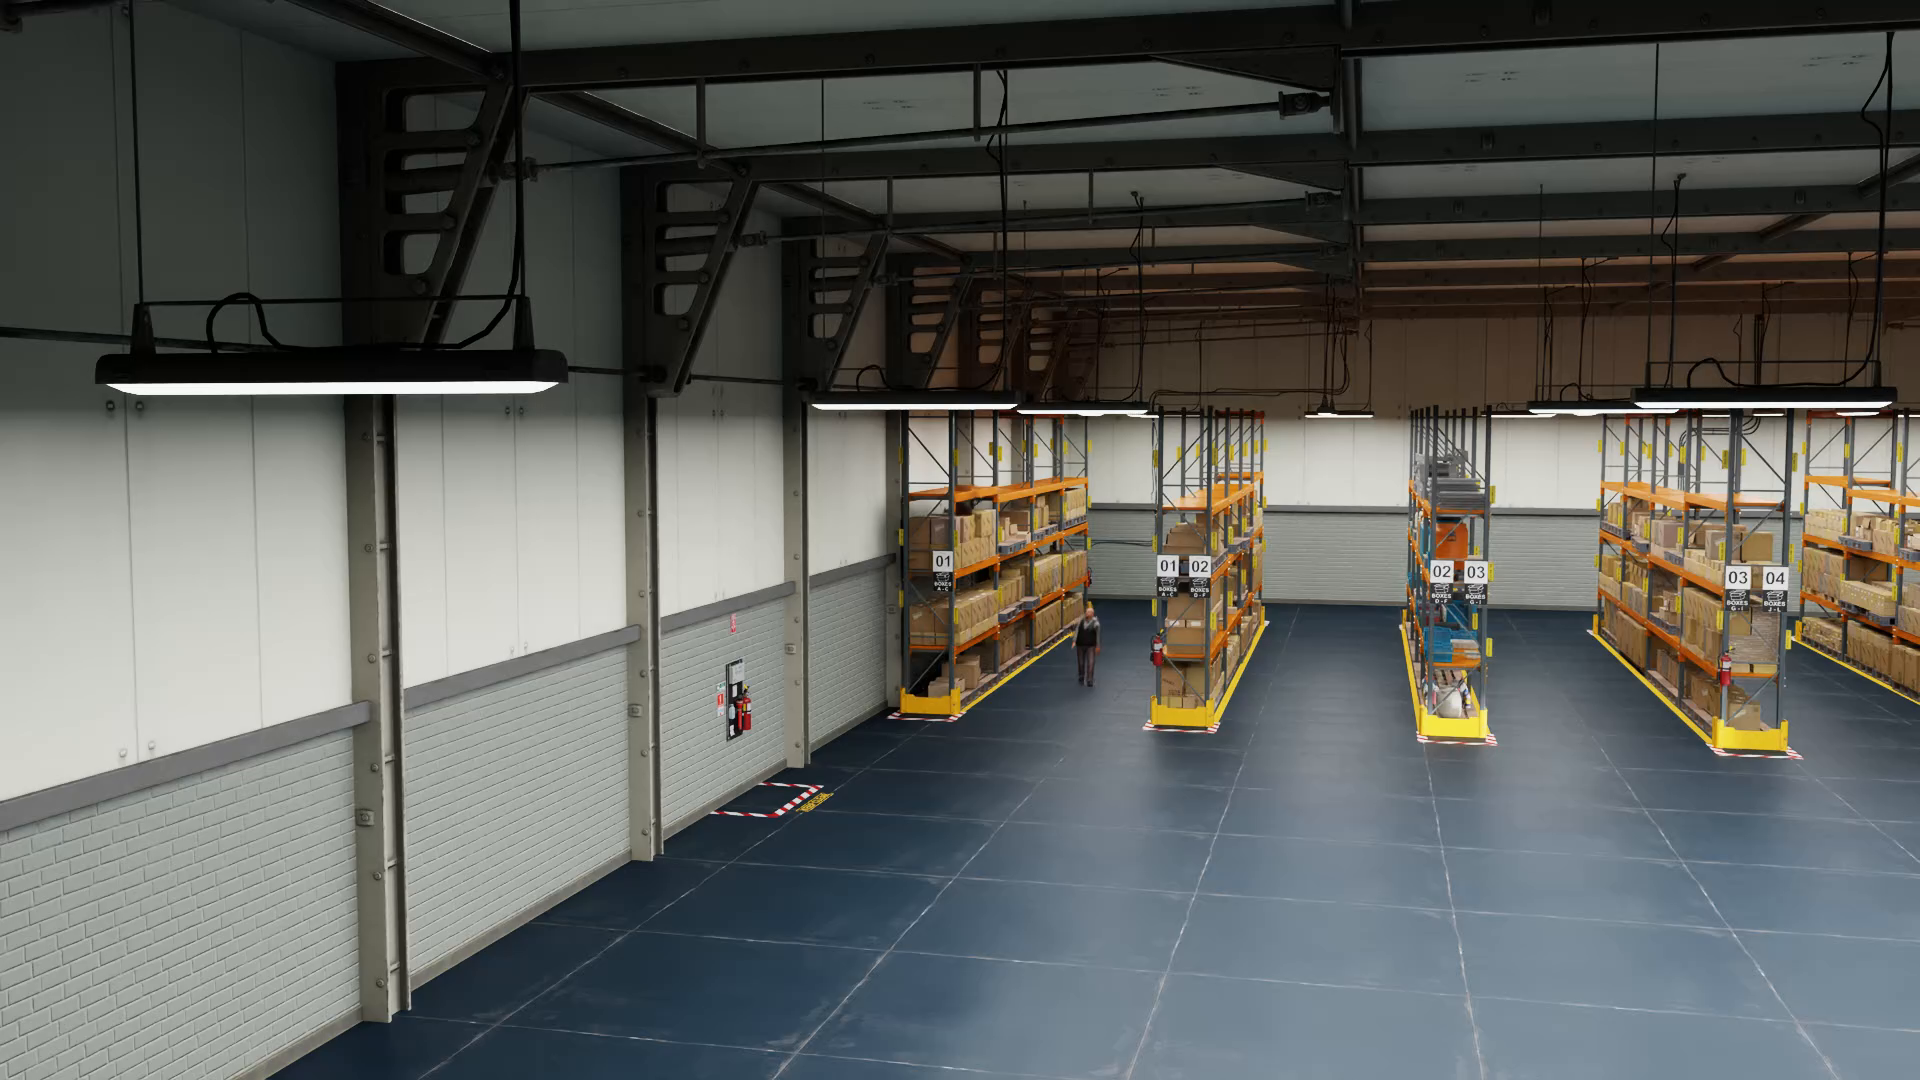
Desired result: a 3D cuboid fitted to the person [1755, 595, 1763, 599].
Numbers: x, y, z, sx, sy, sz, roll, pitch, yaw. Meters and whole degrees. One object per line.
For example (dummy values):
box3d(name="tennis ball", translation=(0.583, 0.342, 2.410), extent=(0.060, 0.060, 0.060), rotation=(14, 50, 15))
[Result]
box3d(name="person", translation=(21.763, 1.686, 45.045), extent=(0.528, 1.669, 0.525), rotation=(1, 4, 11))

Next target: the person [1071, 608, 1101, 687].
box3d(name="person", translation=(2.728, 2.316, 35.915), extent=(0.634, 1.671, 1.006), rotation=(0, 4, 7))
